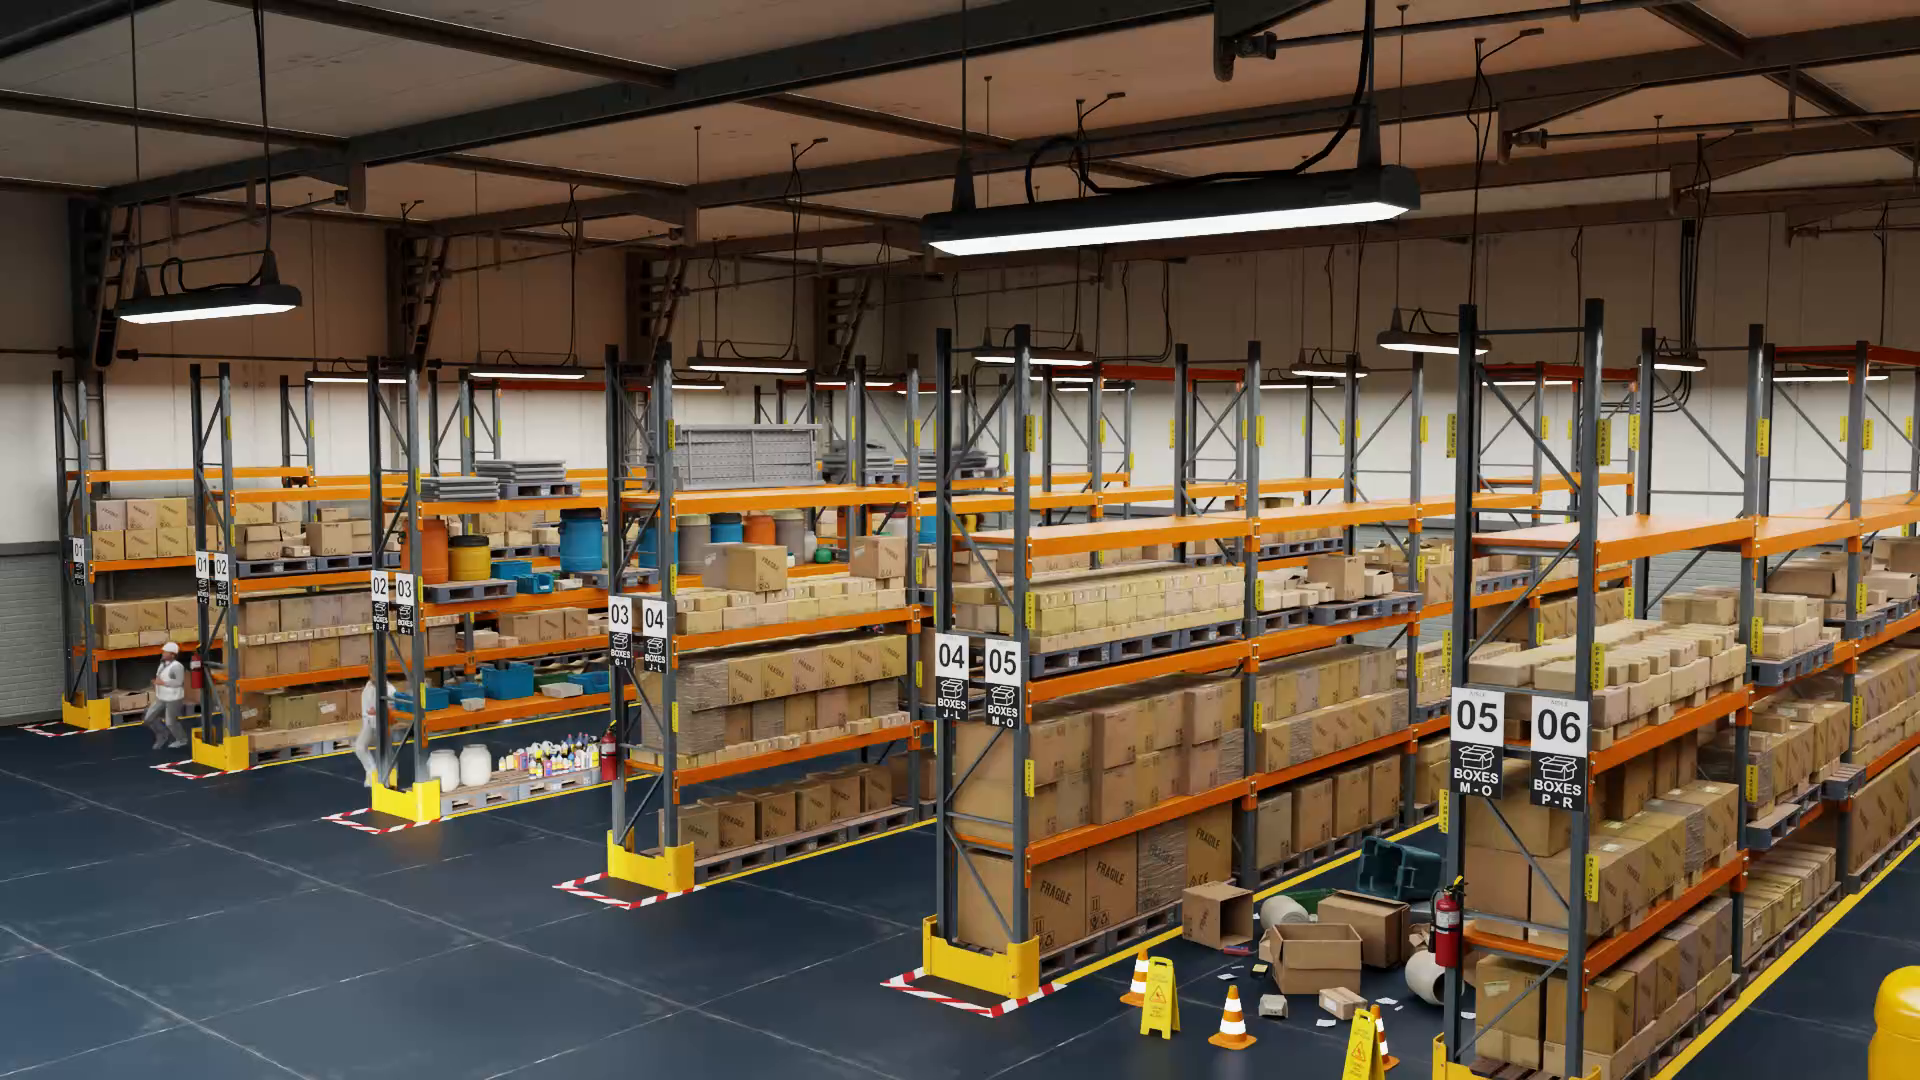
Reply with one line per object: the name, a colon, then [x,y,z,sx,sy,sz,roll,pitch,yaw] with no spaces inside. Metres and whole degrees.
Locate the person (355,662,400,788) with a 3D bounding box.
person: [-8.213,2.616,23.415,0.638,1.822,0.741,2,4,20]

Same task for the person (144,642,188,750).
person: [-12.294,2.439,25.901,0.715,1.726,0.668,3,5,31]

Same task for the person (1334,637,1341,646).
person: [6.199,2.365,27.191,0.575,1.739,0.811,3,5,32]
